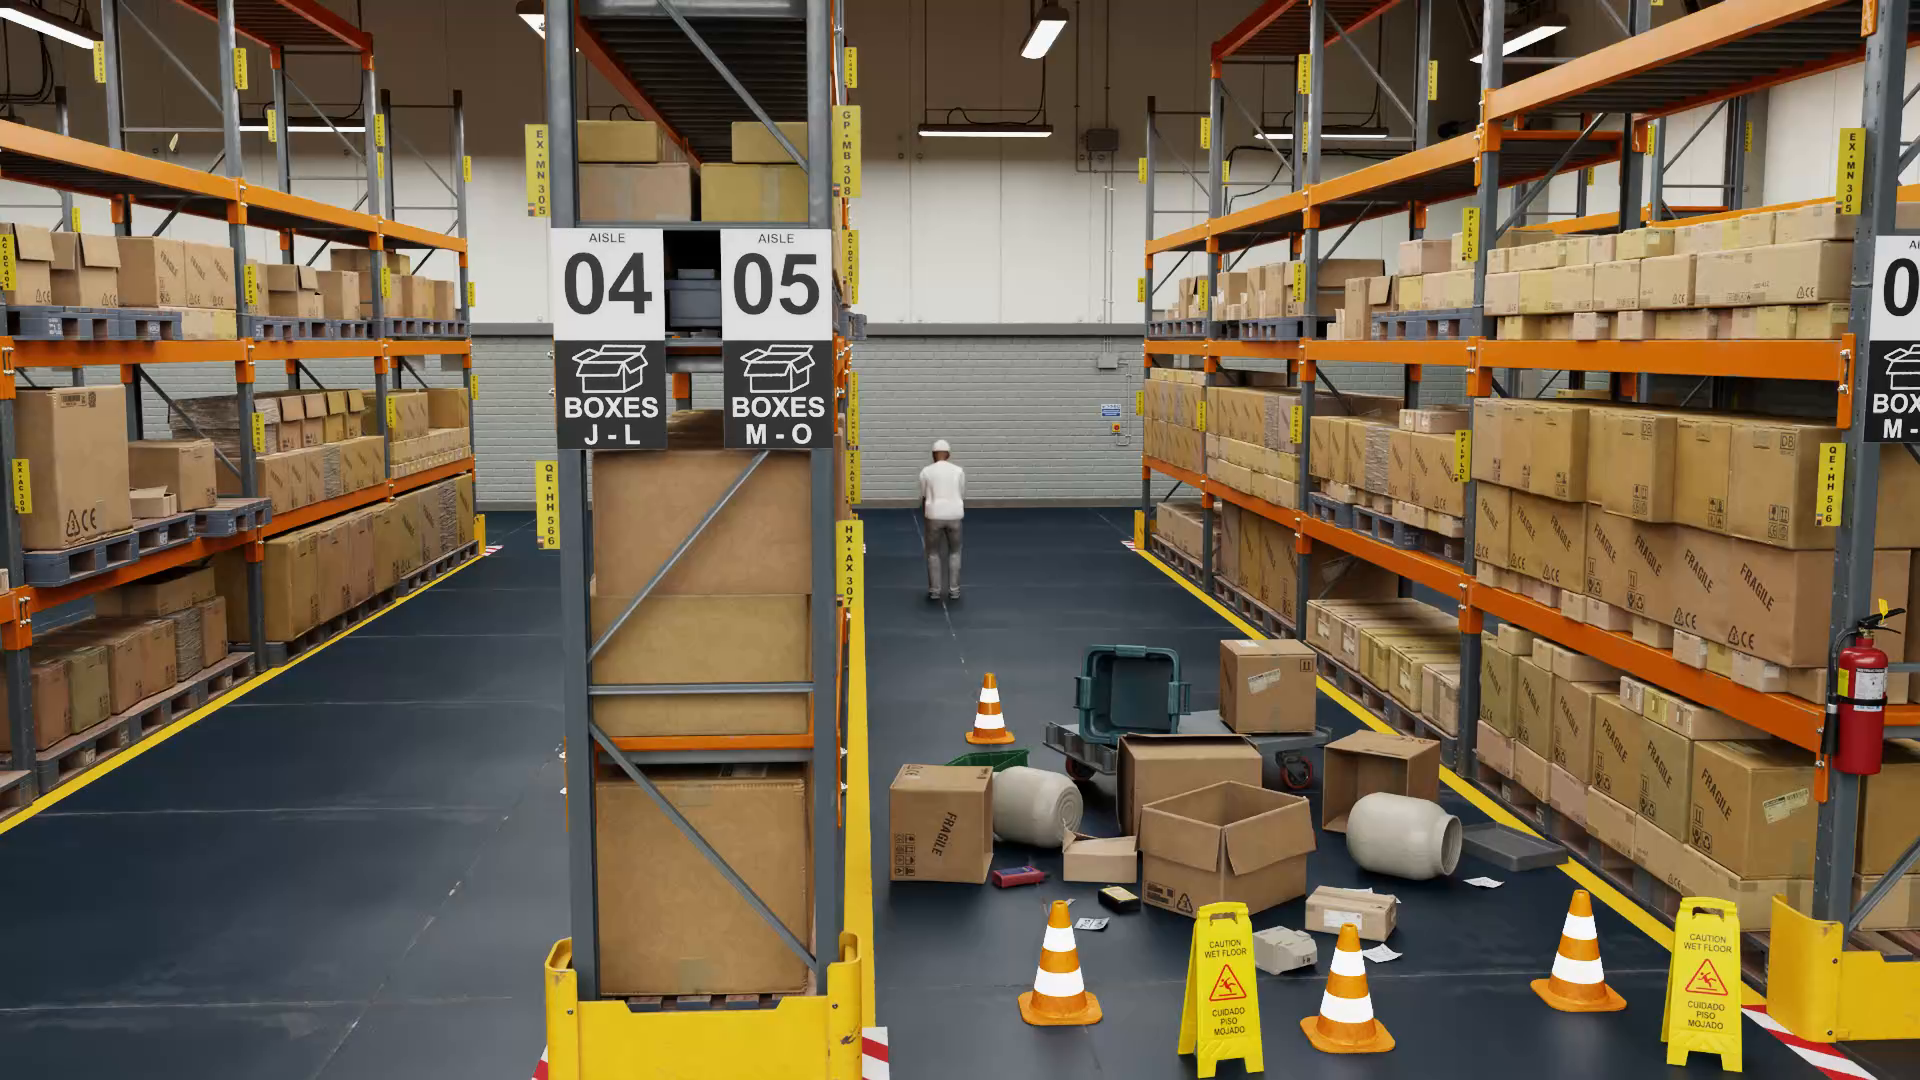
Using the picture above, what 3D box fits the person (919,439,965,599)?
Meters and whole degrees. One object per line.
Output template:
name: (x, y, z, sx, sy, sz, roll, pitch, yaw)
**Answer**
person: (-0.198, -0.233, 18.221, 0.501, 1.734, 0.594, -1, 7, -5)
